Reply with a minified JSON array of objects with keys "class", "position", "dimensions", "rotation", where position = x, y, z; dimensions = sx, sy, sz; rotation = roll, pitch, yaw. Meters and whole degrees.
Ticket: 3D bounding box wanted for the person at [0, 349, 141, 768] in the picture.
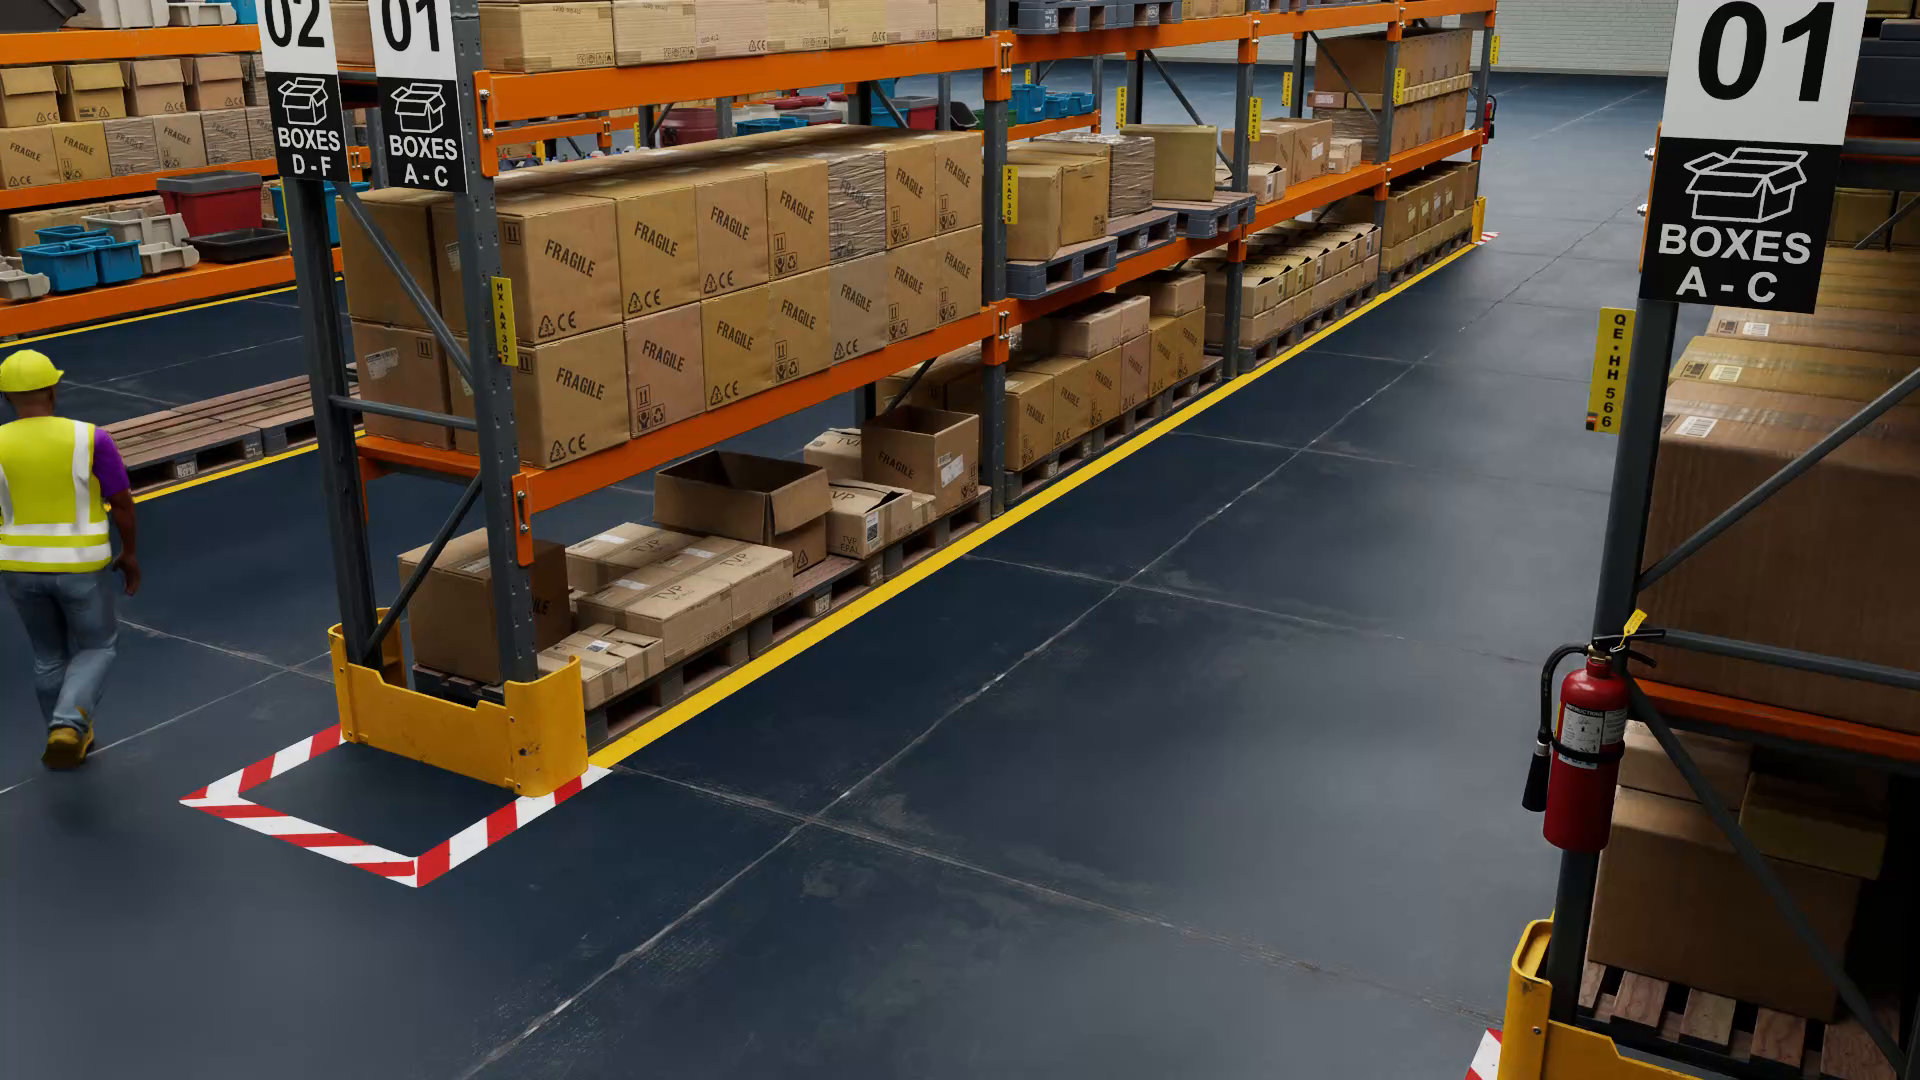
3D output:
[{"class":"person","position":[-3.628,0.131,6.658],"dimensions":[0.629,1.746,0.718],"rotation":[-6,20,-16]}]
